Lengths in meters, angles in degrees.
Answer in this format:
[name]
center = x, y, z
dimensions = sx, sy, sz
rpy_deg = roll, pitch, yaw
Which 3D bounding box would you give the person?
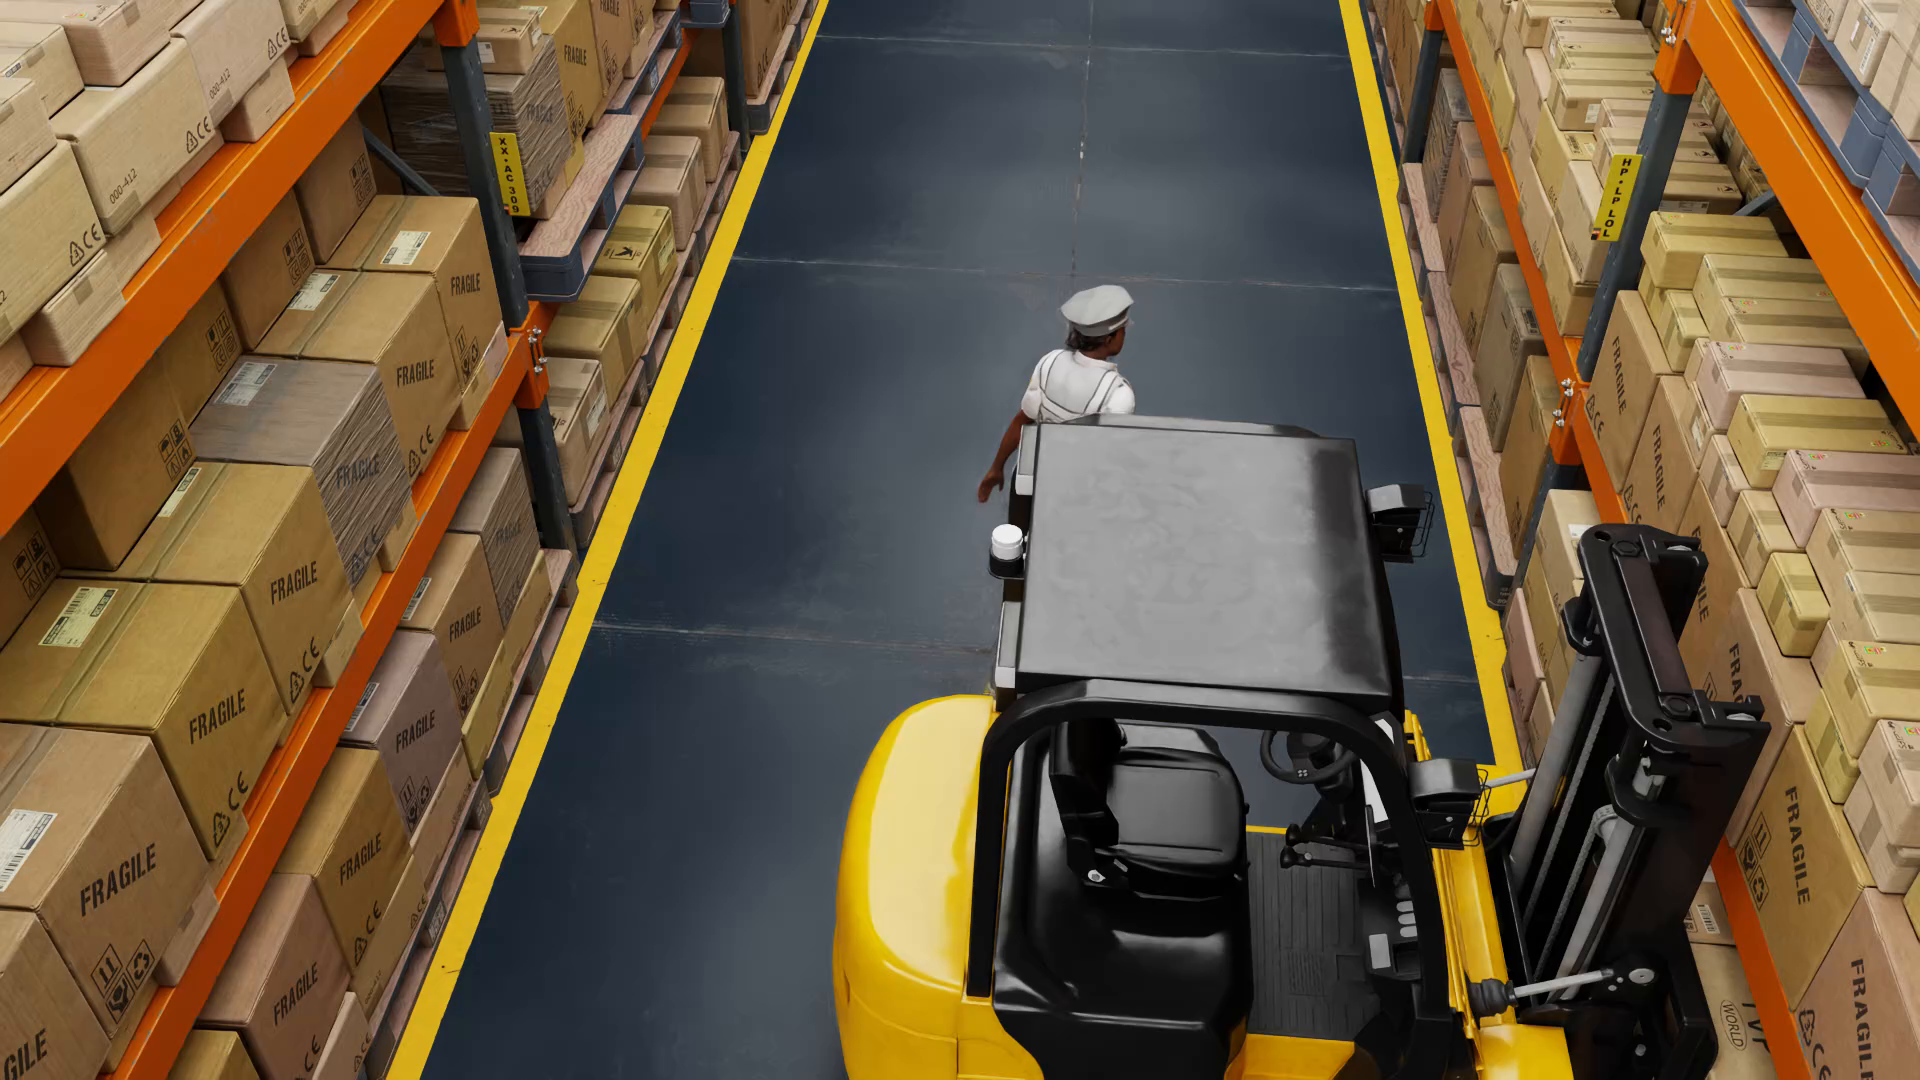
[person]
center = 0.421, -0.208, 6.405
dimensions = 0.982, 1.593, 0.605
rpy_deg = -31, 49, -31
